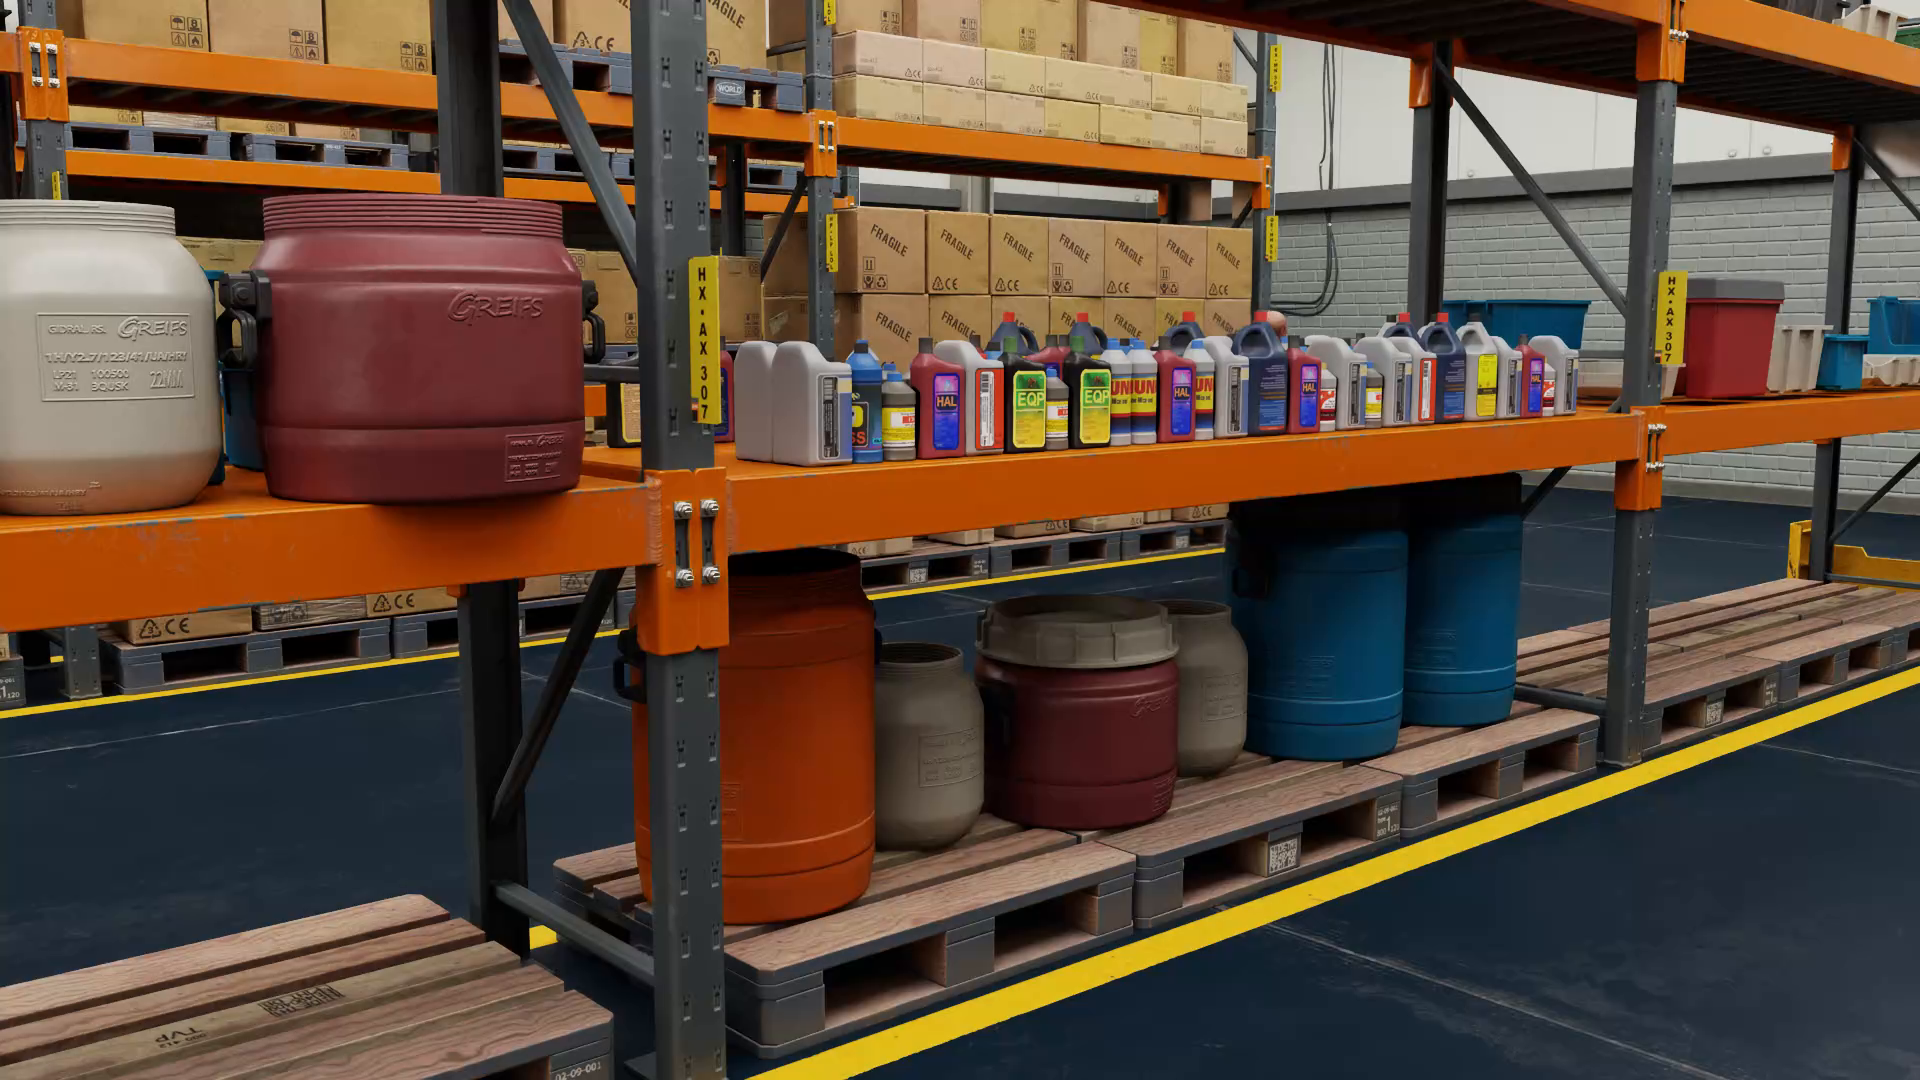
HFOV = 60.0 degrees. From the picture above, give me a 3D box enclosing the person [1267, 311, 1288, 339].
[{"bbox_3d":[2.027,-0.597,10.408,1.024,1.658,0.556,-7,10,-43],"label":"person"}]
